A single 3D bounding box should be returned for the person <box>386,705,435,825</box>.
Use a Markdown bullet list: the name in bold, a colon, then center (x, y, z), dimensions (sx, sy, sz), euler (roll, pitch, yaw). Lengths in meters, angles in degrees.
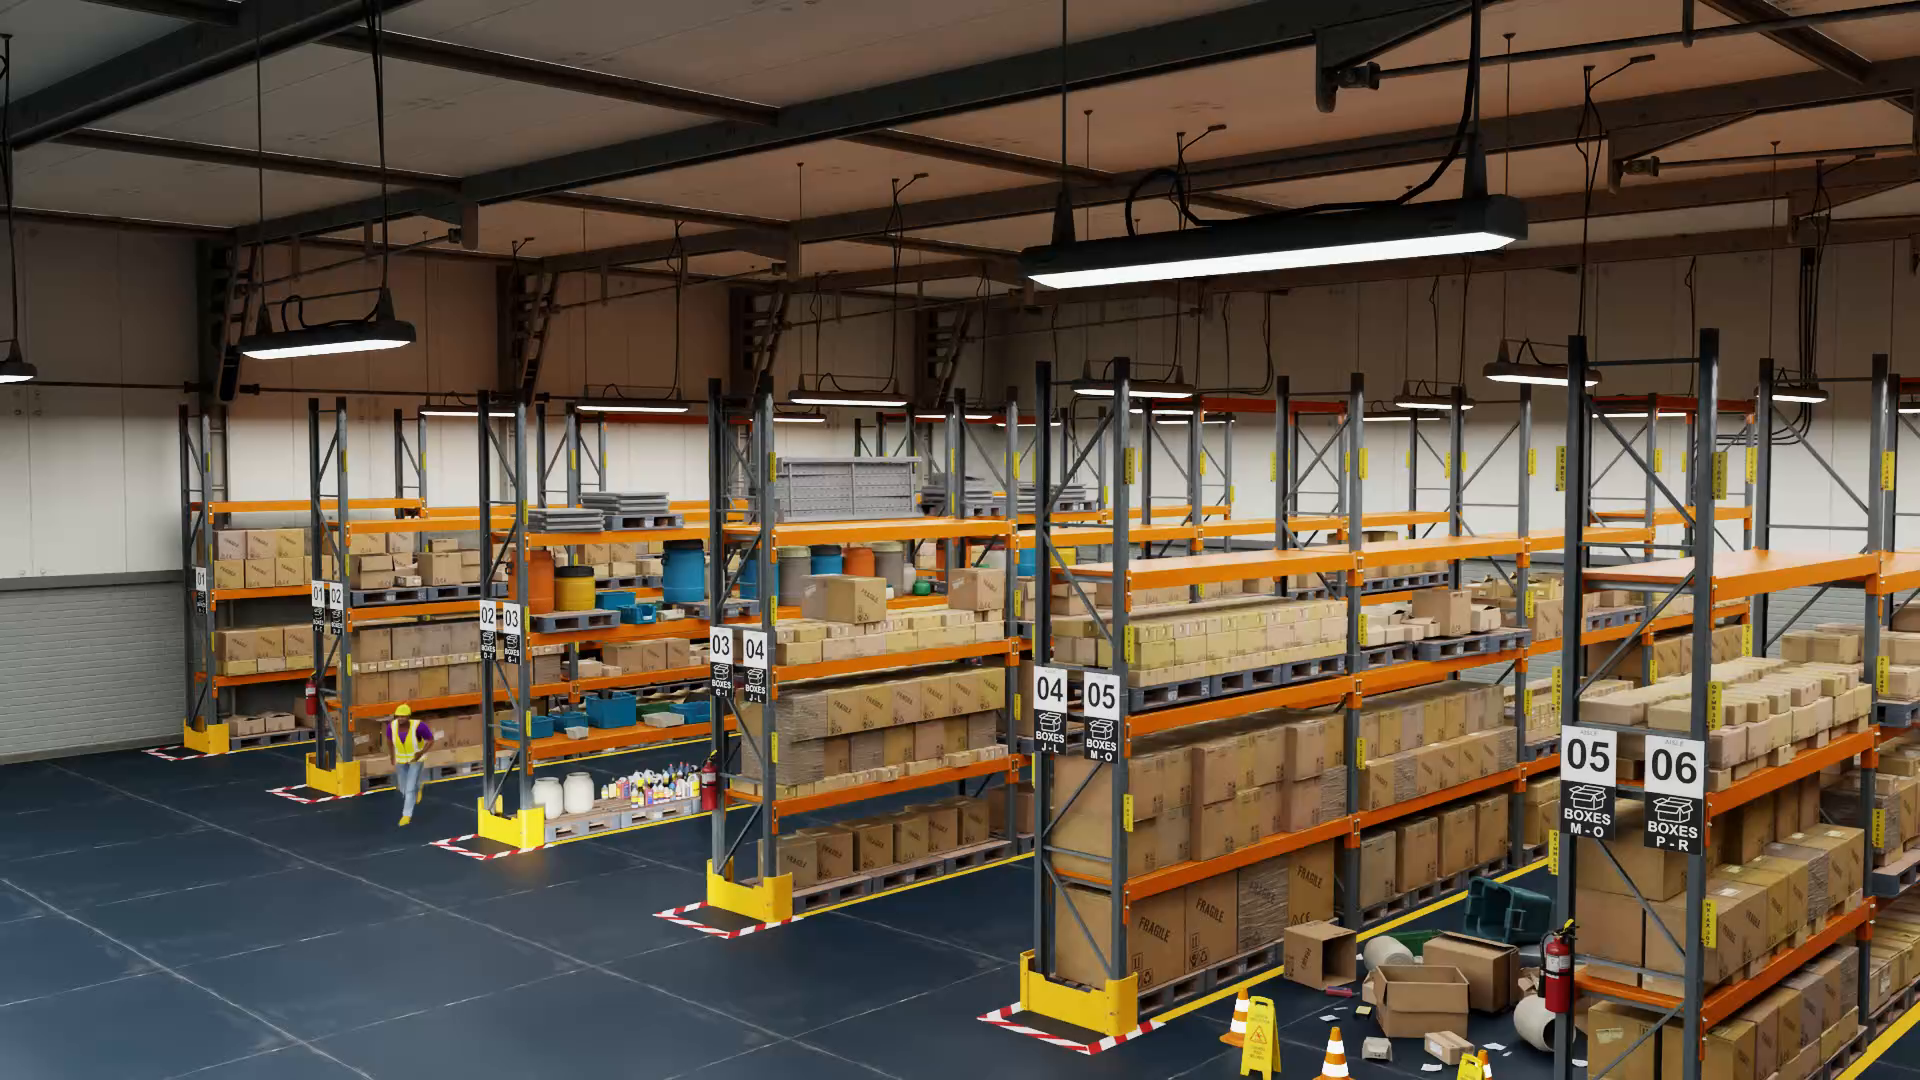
- **person**: center (-7.685, 3.114, 23.295), dimensions (0.698, 1.695, 0.863), euler (0, 3, -1)
